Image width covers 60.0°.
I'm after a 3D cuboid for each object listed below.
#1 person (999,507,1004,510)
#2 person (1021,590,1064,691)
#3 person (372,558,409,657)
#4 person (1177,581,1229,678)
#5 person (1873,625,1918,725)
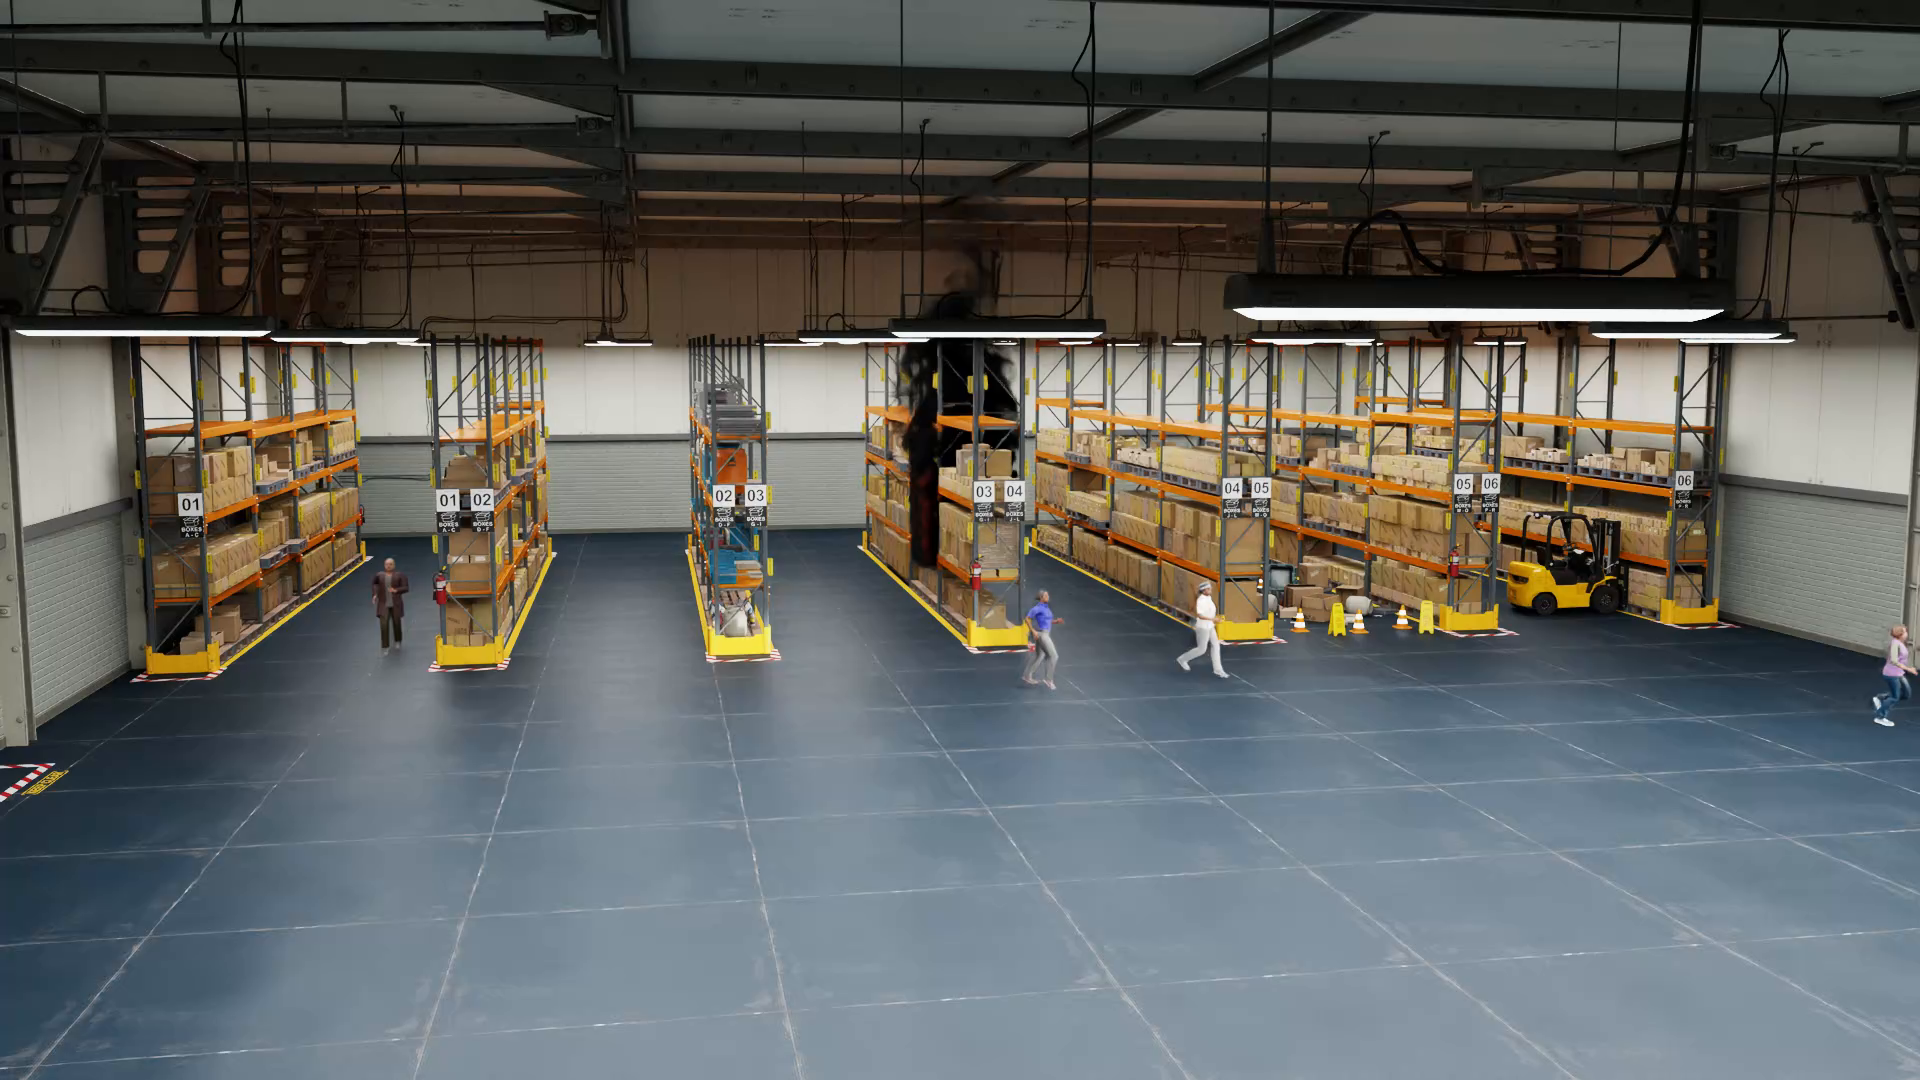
[{"bbox_3d":[0.975,-0.586,48.061,0.648,1.625,0.649,2,7,14],"label":"person"},{"bbox_3d":[1.392,1.692,28.118,0.756,1.720,0.544,2,7,14],"label":"person"},{"bbox_3d":[-10.697,1.235,31.253,0.692,1.794,0.993,-1,7,-12],"label":"person"},{"bbox_3d":[4.273,1.553,29.145,0.930,1.707,0.565,3,7,24],"label":"person"},{"bbox_3d":[14.284,2.060,25.363,0.599,1.558,0.566,5,9,40],"label":"person"}]
